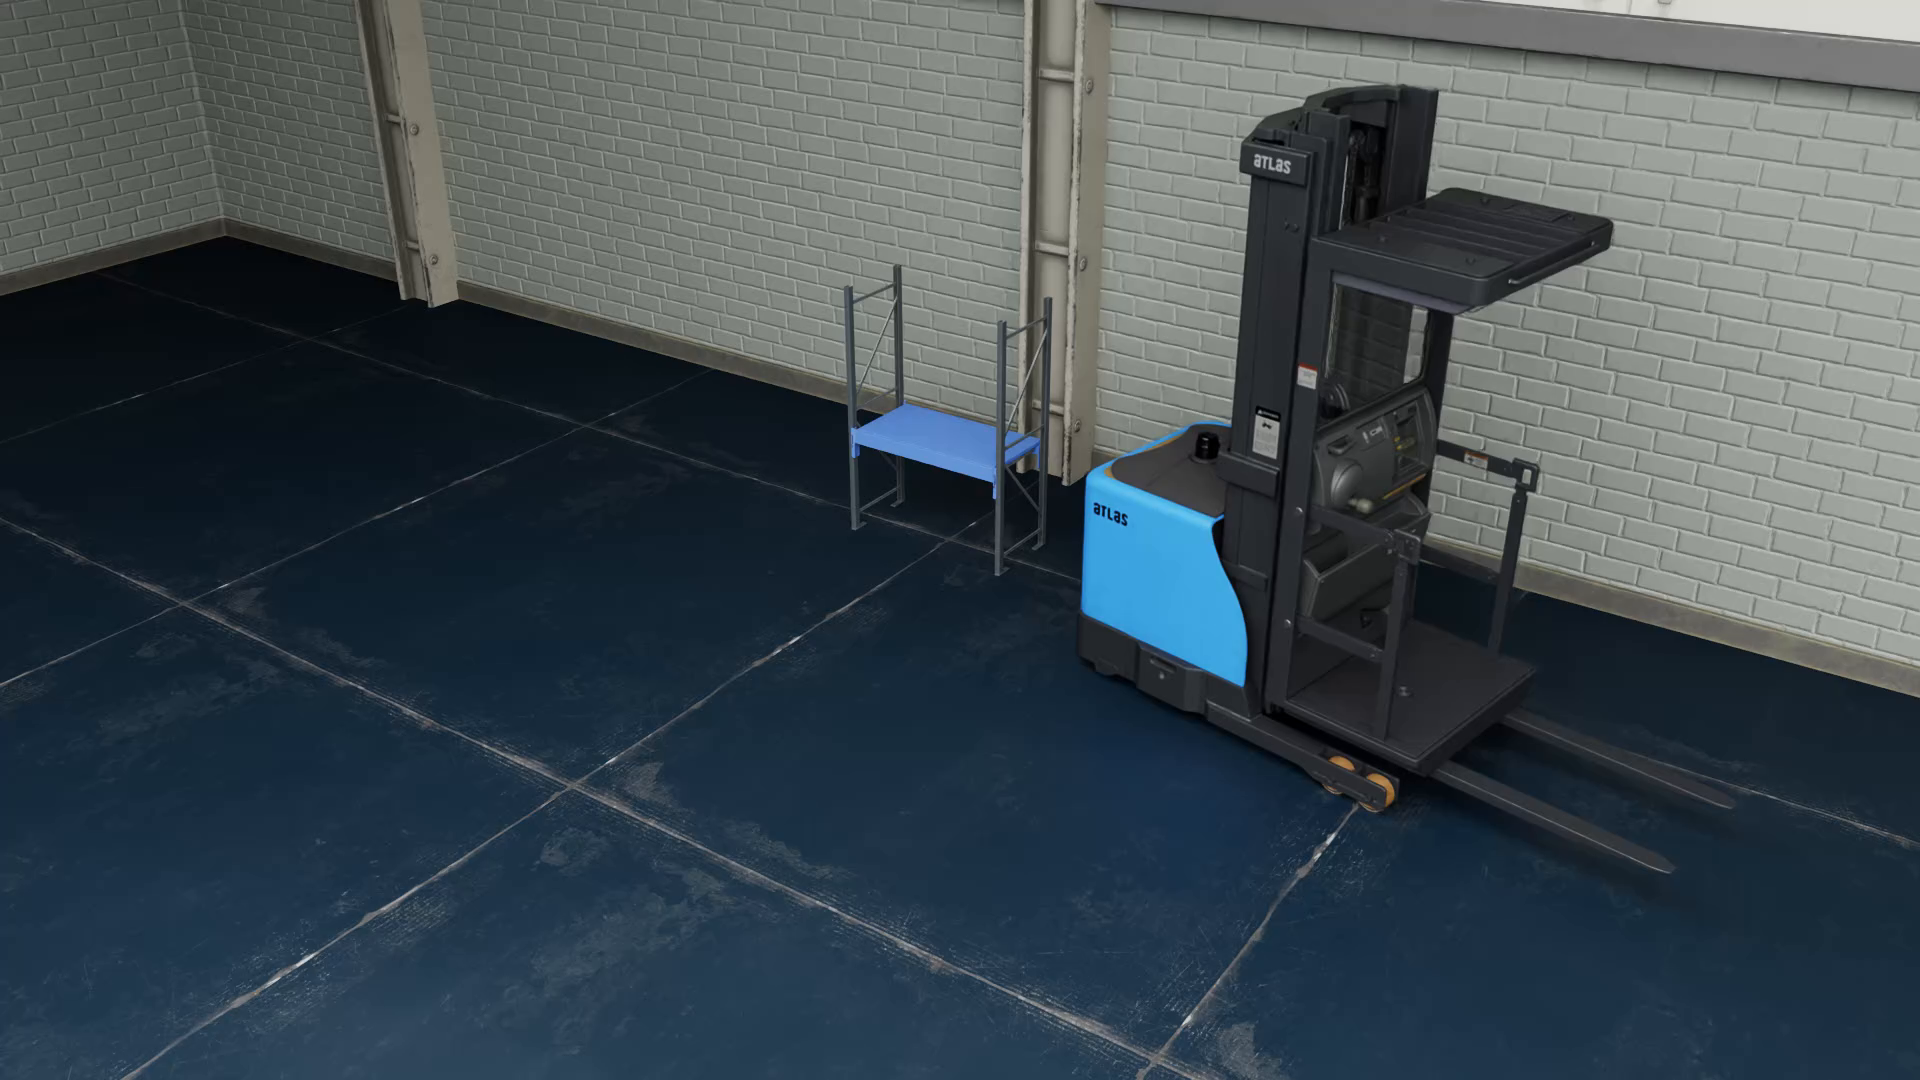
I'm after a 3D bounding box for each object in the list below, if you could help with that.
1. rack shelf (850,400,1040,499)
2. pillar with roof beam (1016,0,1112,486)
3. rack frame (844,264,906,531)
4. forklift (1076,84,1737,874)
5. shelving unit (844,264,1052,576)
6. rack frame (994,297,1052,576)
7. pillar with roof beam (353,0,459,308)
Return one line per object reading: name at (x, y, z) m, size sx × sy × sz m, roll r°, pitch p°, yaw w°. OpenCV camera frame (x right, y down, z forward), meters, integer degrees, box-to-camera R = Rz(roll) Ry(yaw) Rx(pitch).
rack shelf at (-0.070, -0.530, 9.534) m, size 1.000 × 0.185 × 0.538 m, roll 17°, pitch 32°, yaw 30°
pillar with roof beam at (-1.833, -2.846, 5.420) m, size 0.400 × 9.000 × 9.100 m, roll 17°, pitch 32°, yaw 30°
rack frame at (-0.489, -0.821, 9.709) m, size 0.032 × 1.500 × 0.500 m, roll 17°, pitch 32°, yaw 30°
forklift at (1.994, -0.365, 7.236) m, size 3.031 × 2.935 × 1.130 m, roll 24°, pitch 36°, yaw 39°
shelving unit at (-0.070, -0.690, 9.453) m, size 1.048 × 1.500 × 0.538 m, roll 17°, pitch 32°, yaw 30°
rack frame at (0.349, -0.560, 9.196) m, size 0.032 × 1.500 × 0.500 m, roll 17°, pitch 32°, yaw 30°
pillar with roof beam at (-6.779, -4.386, 8.447) m, size 0.400 × 9.000 × 9.100 m, roll 17°, pitch 32°, yaw 30°
